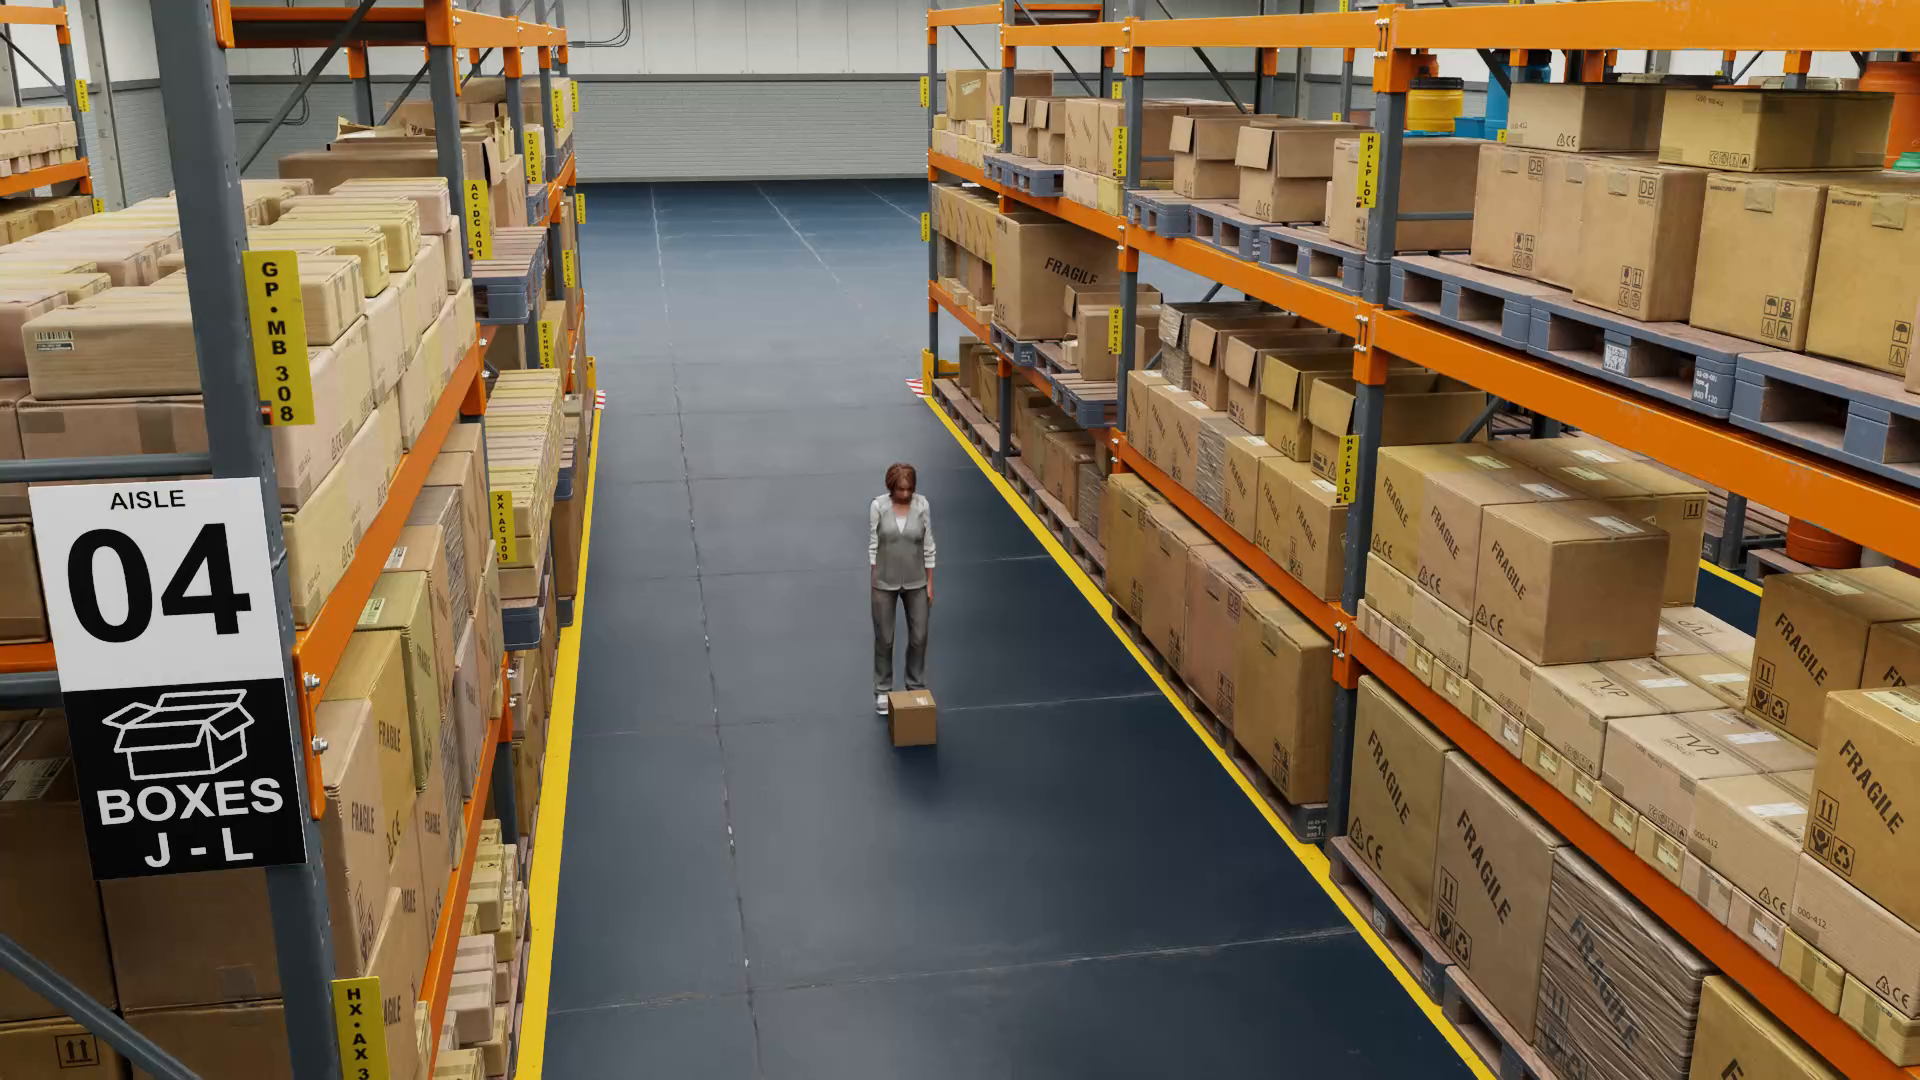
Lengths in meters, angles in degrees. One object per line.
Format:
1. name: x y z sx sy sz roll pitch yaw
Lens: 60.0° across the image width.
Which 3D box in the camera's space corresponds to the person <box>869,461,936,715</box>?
1. person: -0.347 0.283 10.131 0.409 1.591 0.304 -3 17 -9
